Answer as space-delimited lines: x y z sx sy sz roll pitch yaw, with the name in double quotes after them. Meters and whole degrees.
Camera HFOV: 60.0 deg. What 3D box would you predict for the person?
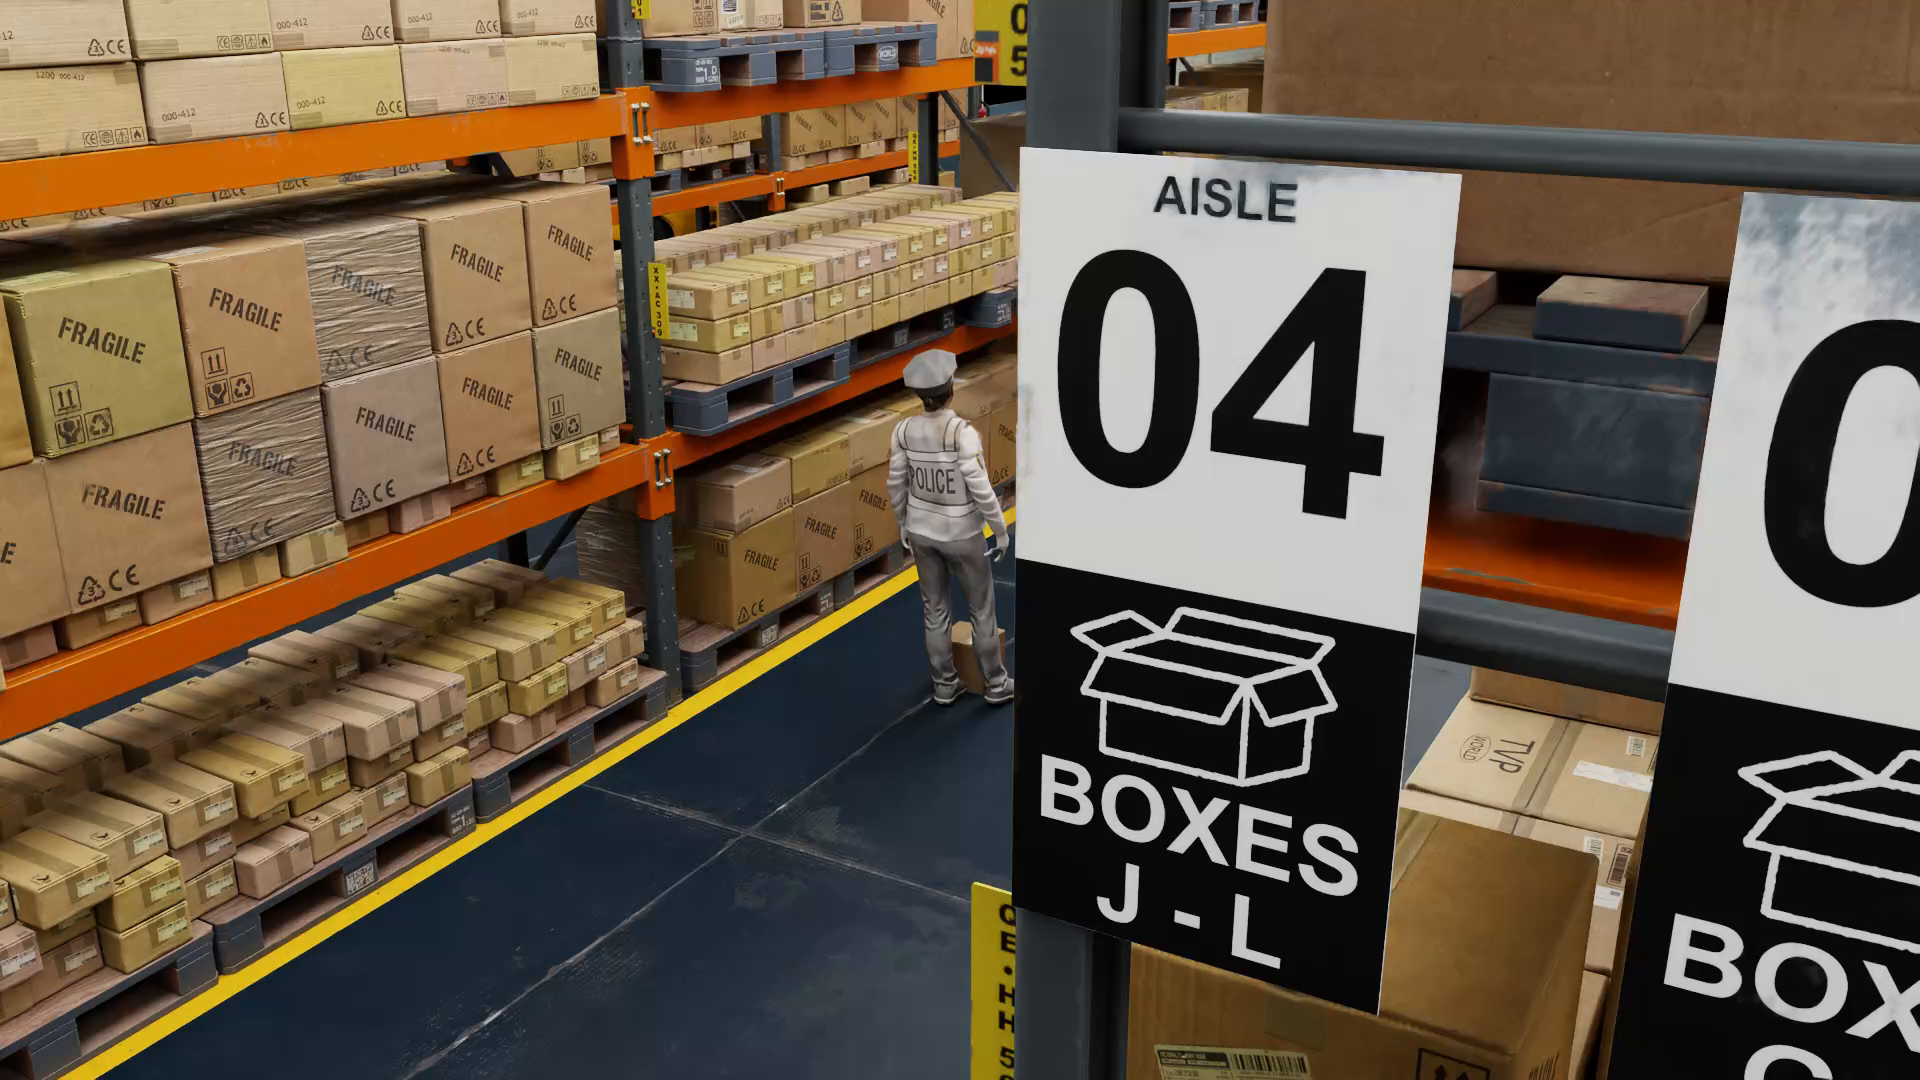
-0.025 -0.052 7.640 0.588 1.696 0.532 11 22 27 "person"
